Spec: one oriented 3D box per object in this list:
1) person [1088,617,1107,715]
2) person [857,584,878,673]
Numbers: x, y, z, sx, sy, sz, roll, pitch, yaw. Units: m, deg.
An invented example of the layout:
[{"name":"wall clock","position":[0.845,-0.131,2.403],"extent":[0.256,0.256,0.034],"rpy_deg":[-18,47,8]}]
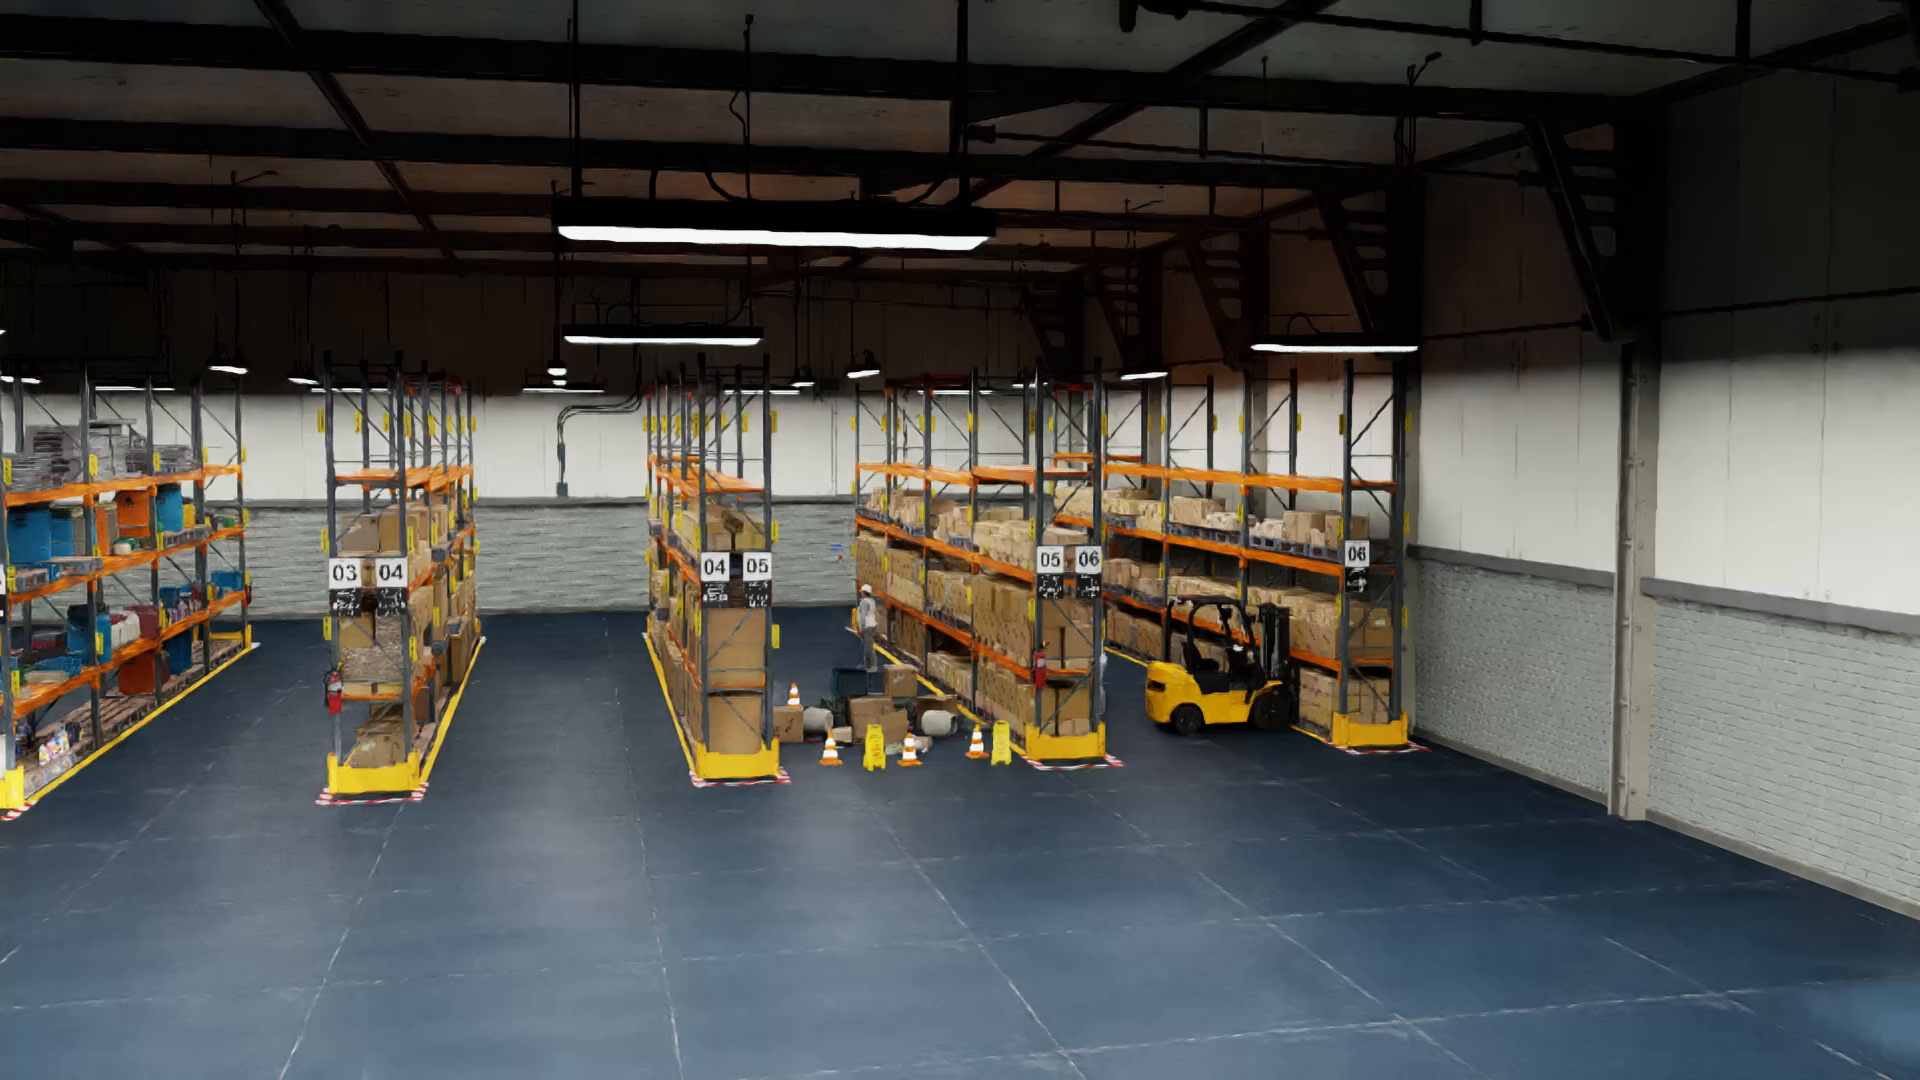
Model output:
[{"name":"person","position":[2.296,2.164,28.763],"extent":[0.556,1.653,0.599],"rpy_deg":[1,4,20]},{"name":"person","position":[-1.916,1.767,33.612],"extent":[0.581,1.768,0.640],"rpy_deg":[1,4,8]}]
